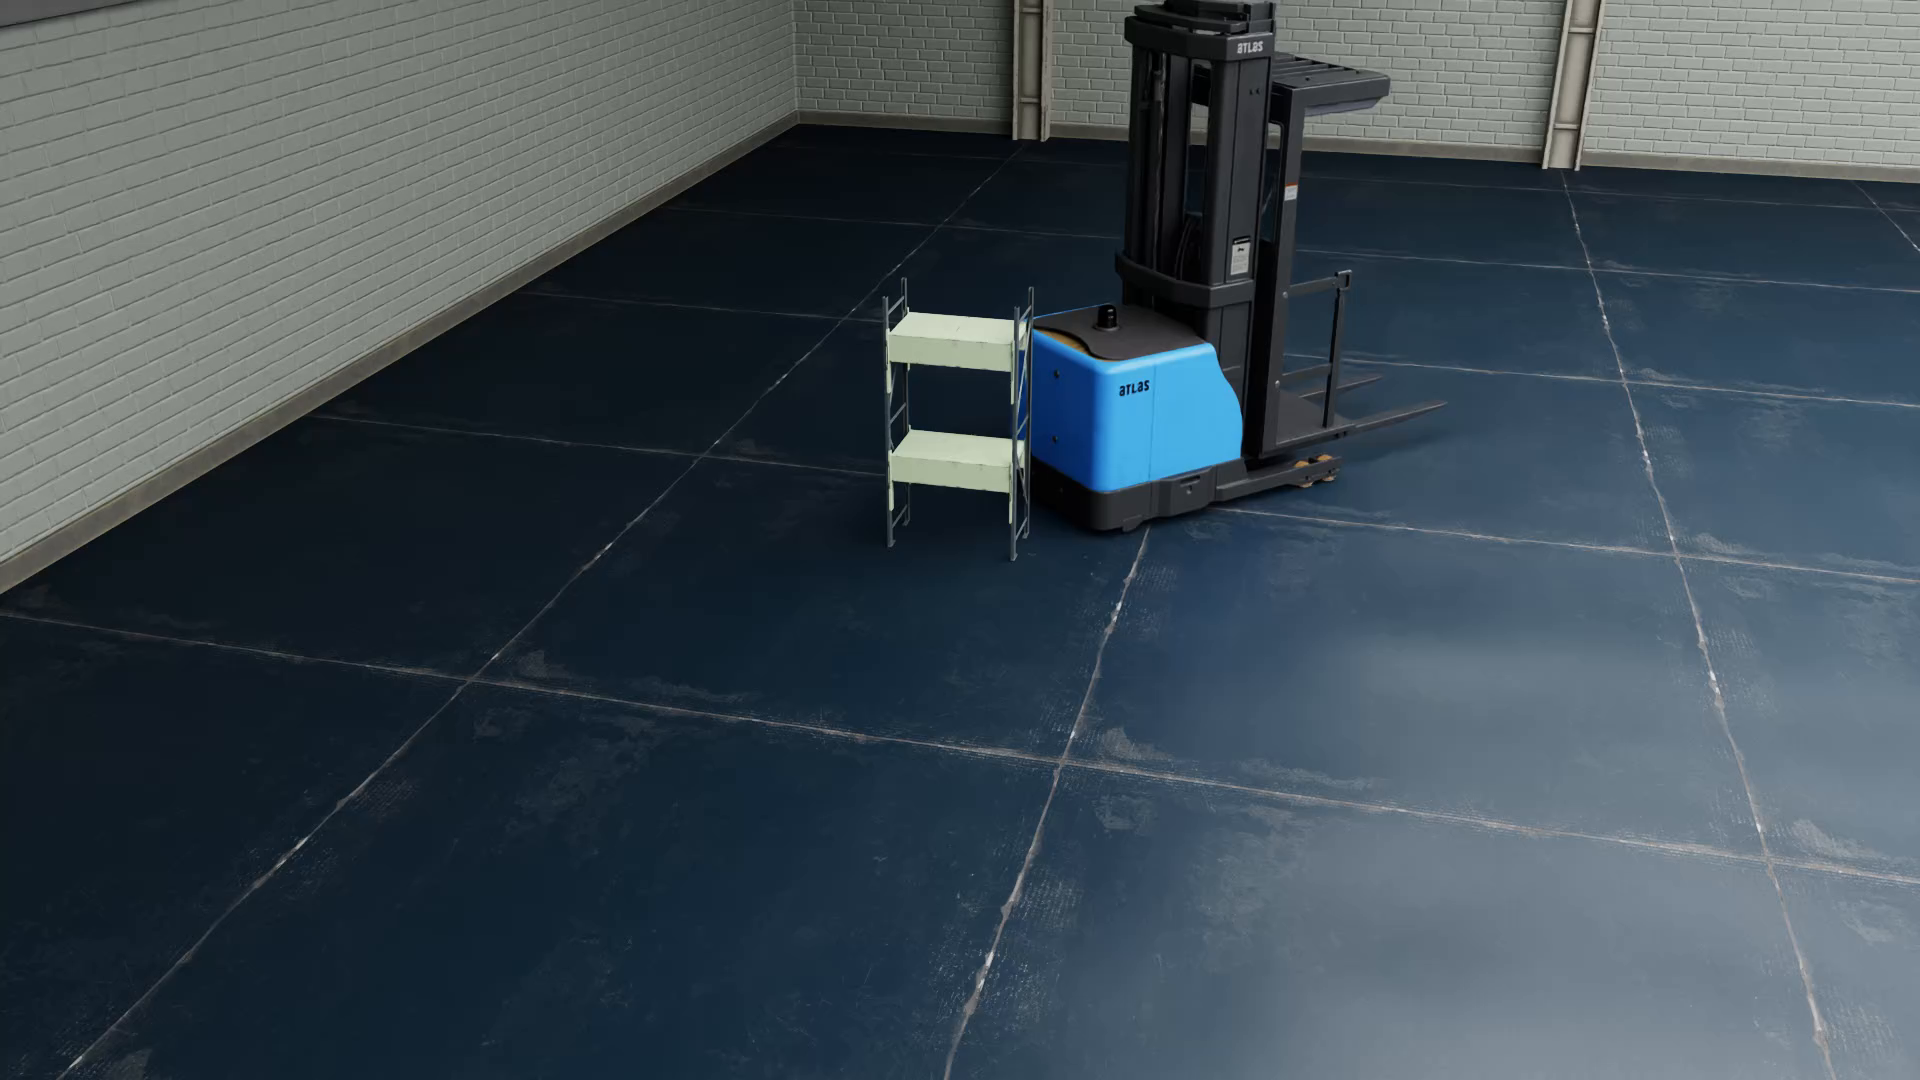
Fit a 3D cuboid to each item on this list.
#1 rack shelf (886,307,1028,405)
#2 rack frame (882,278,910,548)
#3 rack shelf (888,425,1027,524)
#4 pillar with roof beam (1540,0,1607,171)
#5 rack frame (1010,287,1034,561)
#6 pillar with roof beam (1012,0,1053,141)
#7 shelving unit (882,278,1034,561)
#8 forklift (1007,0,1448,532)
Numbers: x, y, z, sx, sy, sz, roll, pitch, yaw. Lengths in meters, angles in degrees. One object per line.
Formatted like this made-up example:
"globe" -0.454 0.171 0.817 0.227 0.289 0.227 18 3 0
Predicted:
"rack shelf" -0.006 -1.030 9.261 0.720 0.370 0.431 6 26 13
"rack frame" -0.361 -0.717 9.511 0.023 1.500 0.400 6 26 13
"rack shelf" -0.006 -0.384 9.569 0.720 0.370 0.431 6 26 13
"pillar with roof beam" 5.585 -6.418 12.763 0.400 9.000 9.100 6 26 13
"rack frame" 0.348 -0.639 9.347 0.023 1.500 0.400 6 26 13
"pillar with roof beam" -0.225 -7.061 14.112 0.400 9.000 9.100 6 26 13
"shelving unit" -0.006 -0.678 9.429 0.755 1.500 0.431 6 26 13
"forklift" 1.818 -1.828 10.180 3.031 2.935 1.130 -15 29 -28
